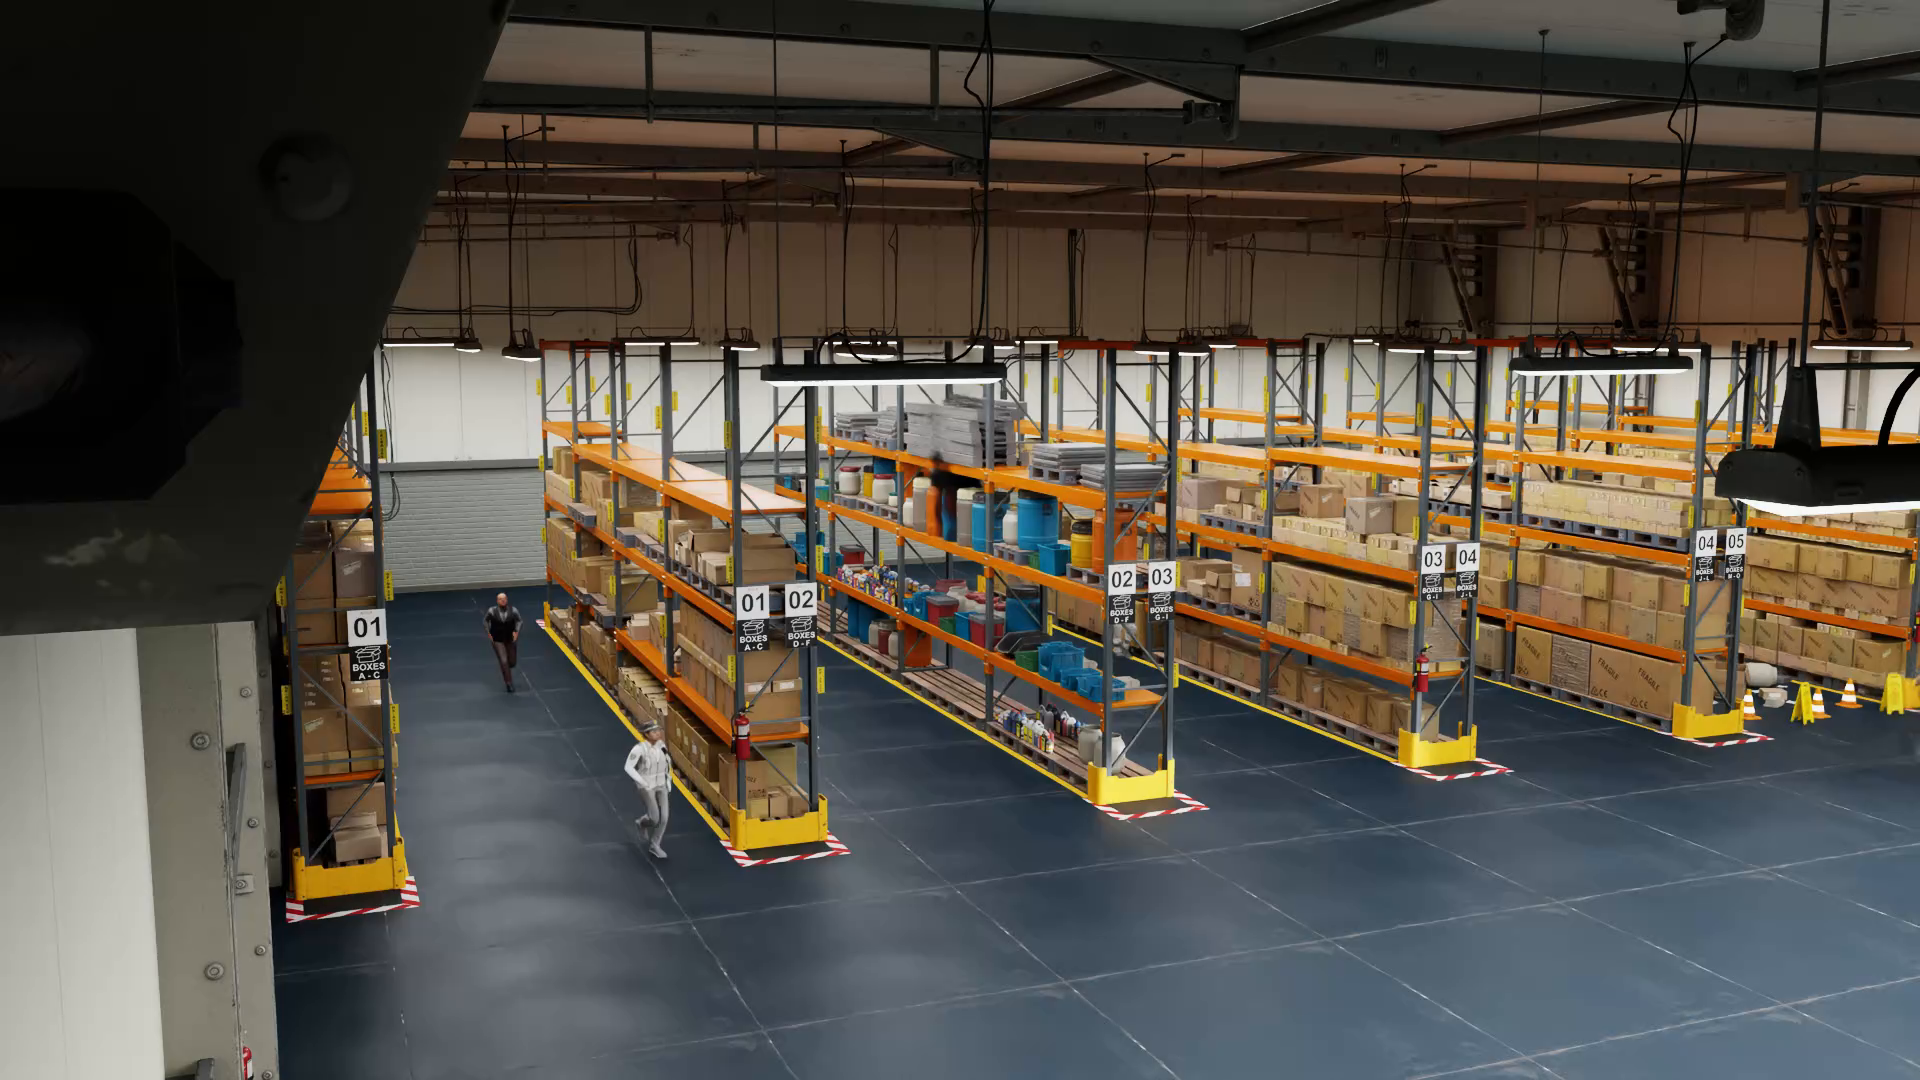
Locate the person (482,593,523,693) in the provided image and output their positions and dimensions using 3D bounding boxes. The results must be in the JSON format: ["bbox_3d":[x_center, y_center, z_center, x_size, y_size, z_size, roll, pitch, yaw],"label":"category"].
[{"bbox_3d":[-7.926,1.756,28.879,0.684,1.706,0.806,-3,8,-21],"label":"person"}]

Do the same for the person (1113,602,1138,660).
[{"bbox_3d":[2.969,1.282,30.026,0.648,1.813,0.642,-3,8,-23],"label":"person"}]

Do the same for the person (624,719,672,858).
[{"bbox_3d":[-3.704,2.949,19.899,0.654,1.674,0.525,-7,10,-42],"label":"person"}]
